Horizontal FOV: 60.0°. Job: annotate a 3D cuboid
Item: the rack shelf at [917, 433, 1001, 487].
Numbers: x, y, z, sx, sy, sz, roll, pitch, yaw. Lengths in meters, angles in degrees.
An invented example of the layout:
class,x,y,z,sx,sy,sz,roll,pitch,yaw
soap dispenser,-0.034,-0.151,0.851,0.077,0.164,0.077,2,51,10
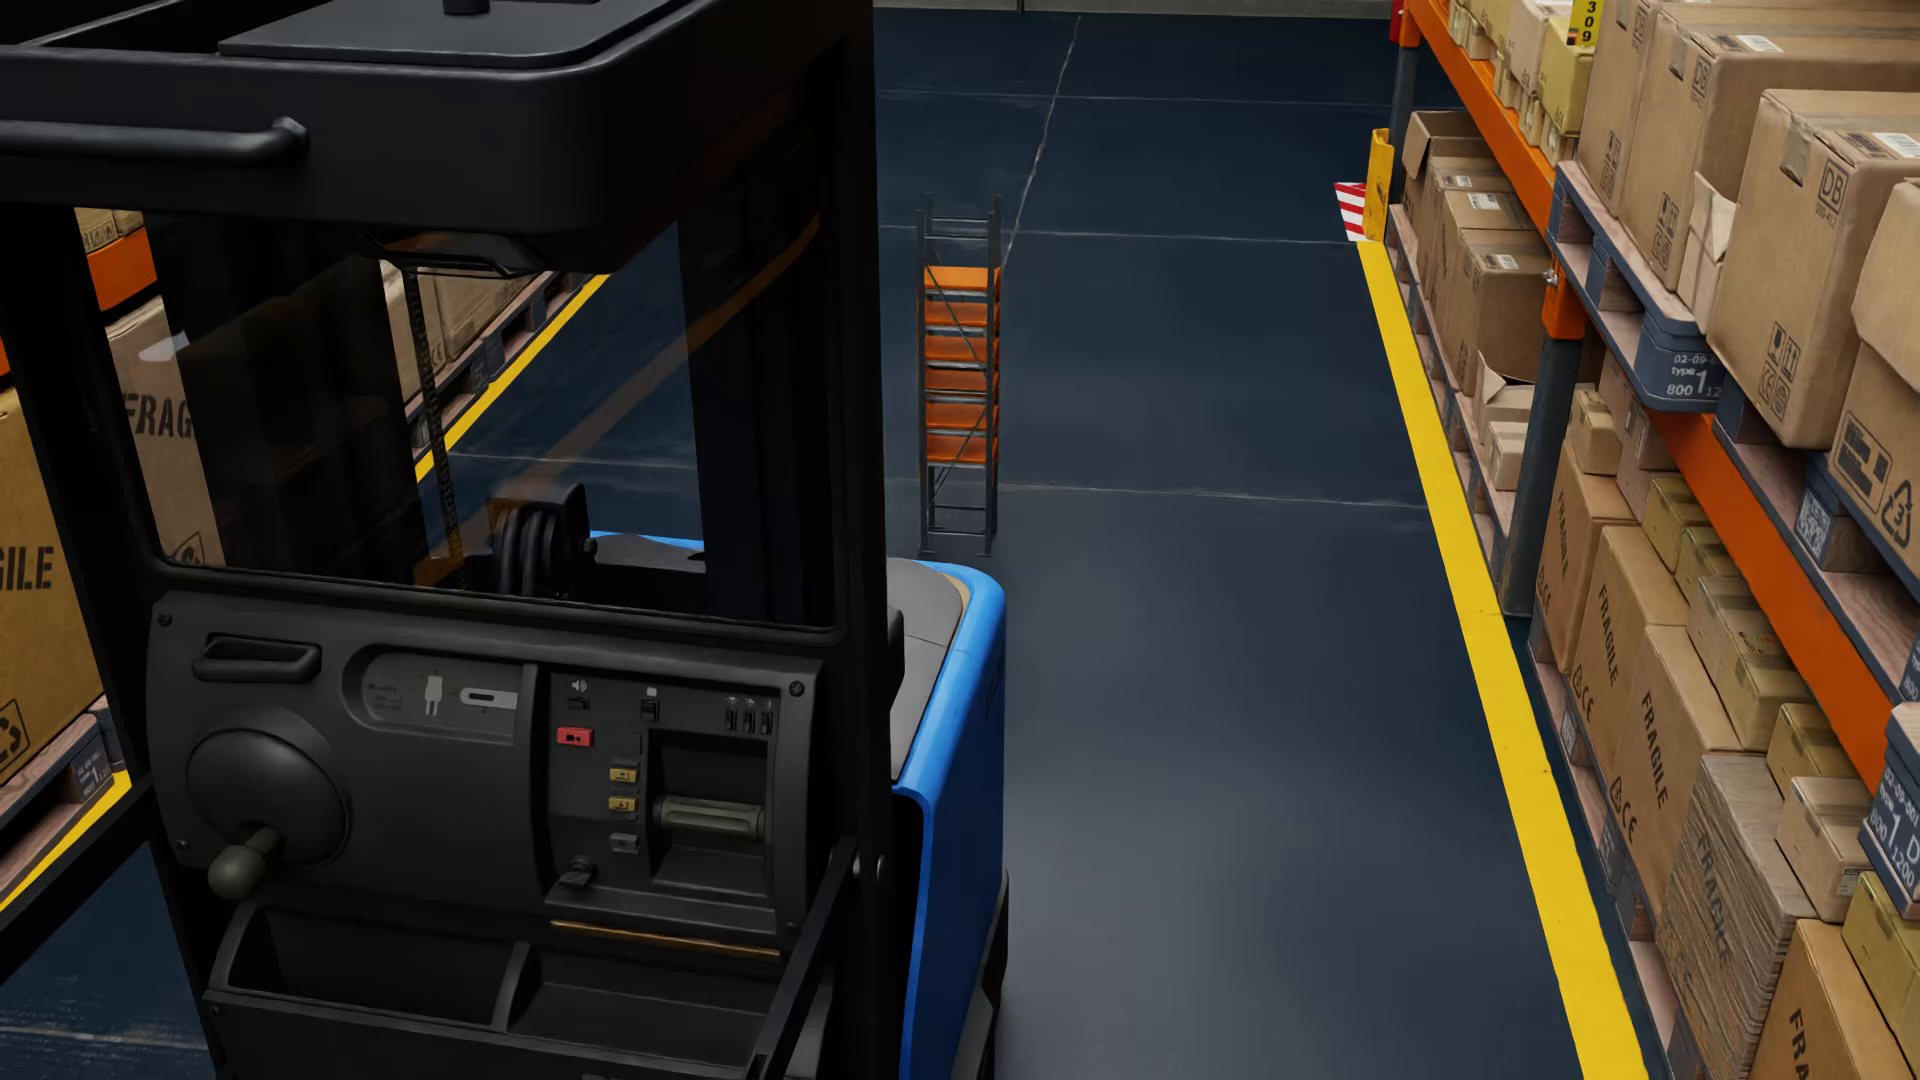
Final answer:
class,x,y,z,sx,sy,sz,roll,pitch,yaw
rack shelf,-0.002,-0.271,5.588,0.258,0.103,0.180,3,28,6

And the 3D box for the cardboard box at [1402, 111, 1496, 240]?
class,x,y,z,sx,sy,sz,roll,pitch,yaw
cardboard box,2.552,-1.759,8.041,0.797,0.503,0.637,2,28,4

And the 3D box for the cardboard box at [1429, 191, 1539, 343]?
class,x,y,z,sx,sy,sz,roll,pitch,yaw
cardboard box,2.245,-1.114,6.848,0.500,0.500,0.500,4,29,7

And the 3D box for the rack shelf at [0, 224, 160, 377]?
class,x,y,z,sx,sy,sz,roll,pitch,yaw
rack shelf,-2.941,-0.101,3.533,1.077,0.370,4.000,3,28,6

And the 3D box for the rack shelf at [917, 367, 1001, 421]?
class,x,y,z,sx,sy,sz,roll,pitch,yaw
rack shelf,-0.002,-0.482,5.474,0.258,0.103,0.180,3,28,6

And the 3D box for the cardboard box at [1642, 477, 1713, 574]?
class,x,y,z,sx,sy,sz,roll,pitch,yaw
cardboard box,1.946,-0.033,4.157,0.380,0.149,0.250,2,28,4

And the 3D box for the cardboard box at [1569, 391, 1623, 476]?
class,x,y,z,sx,sy,sz,roll,pitch,yaw
cardboard box,1.923,-0.289,4.633,0.380,0.149,0.250,5,29,9

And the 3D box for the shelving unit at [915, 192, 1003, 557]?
class,x,y,z,sx,sy,sz,roll,pitch,yaw
shelving unit,-0.002,-0.521,5.453,0.258,1.200,0.189,3,28,6

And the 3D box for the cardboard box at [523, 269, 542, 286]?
class,x,y,z,sx,sy,sz,roll,pitch,yaw
cardboard box,-2.291,-1.551,7.725,0.875,0.438,0.875,4,29,8

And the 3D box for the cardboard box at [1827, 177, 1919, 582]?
class,x,y,z,sx,sy,sz,roll,pitch,yaw
cardboard box,1.758,-0.199,2.405,0.797,0.503,0.637,3,28,5

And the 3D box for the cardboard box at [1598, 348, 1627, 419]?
class,x,y,z,sx,sy,sz,roll,pitch,yaw
cardboard box,1.983,-0.416,4.555,0.380,0.149,0.250,3,28,5

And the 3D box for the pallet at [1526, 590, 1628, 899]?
class,x,y,z,sx,sy,sz,roll,pitch,yaw
pallet,2.169,0.540,4.524,1.003,0.211,1.213,3,28,6

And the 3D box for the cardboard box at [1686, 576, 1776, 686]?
class,x,y,z,sx,sy,sz,roll,pitch,yaw
cardboard box,1.858,0.213,3.701,0.380,0.149,0.250,3,28,6

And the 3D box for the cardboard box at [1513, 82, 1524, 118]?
class,x,y,z,sx,sy,sz,roll,pitch,yaw
cardboard box,2.097,-1.496,5.629,0.380,0.149,0.250,4,29,8

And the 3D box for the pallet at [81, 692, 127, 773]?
class,x,y,z,sx,sy,sz,roll,pitch,yaw
pallet,-2.715,0.236,5.089,1.003,0.211,1.213,3,28,6

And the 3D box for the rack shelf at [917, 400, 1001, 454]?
class,x,y,z,sx,sy,sz,roll,pitch,yaw
rack shelf,-0.002,-0.377,5.531,0.258,0.103,0.180,3,28,6

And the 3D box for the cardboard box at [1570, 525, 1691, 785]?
class,x,y,z,sx,sy,sz,roll,pitch,yaw
cardboard box,1.893,0.309,4.206,0.500,0.500,0.500,3,28,6

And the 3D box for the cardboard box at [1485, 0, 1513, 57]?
class,x,y,z,sx,sy,sz,roll,pitch,yaw
cardboard box,2.172,-1.862,5.888,0.500,0.250,0.500,3,28,6

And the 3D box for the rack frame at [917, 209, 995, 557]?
class,x,y,z,sx,sy,sz,roll,pitch,yaw
rack frame,-0.013,-0.478,5.373,0.240,1.200,0.006,3,28,6

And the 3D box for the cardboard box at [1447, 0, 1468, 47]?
class,x,y,z,sx,sy,sz,roll,pitch,yaw
cardboard box,2.202,-2.102,6.754,0.380,0.149,0.250,3,28,5

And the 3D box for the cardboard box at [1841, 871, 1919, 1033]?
class,x,y,z,sx,sy,sz,roll,pitch,yaw
cardboard box,1.736,0.703,2.792,0.380,0.149,0.250,3,28,5

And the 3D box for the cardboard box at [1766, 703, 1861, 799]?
class,x,y,z,sx,sy,sz,roll,pitch,yaw
cardboard box,1.821,0.458,3.246,0.380,0.149,0.250,3,29,6

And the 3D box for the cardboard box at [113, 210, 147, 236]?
class,x,y,z,sx,sy,sz,roll,pitch,yaw
cardboard box,-2.500,-1.067,4.726,0.500,0.250,0.500,3,28,5

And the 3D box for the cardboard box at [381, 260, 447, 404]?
class,x,y,z,sx,sy,sz,roll,pitch,yaw
cardboard box,-2.512,-0.705,6.155,0.875,0.438,0.875,3,28,5

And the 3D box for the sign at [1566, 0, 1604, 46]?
class,x,y,z,sx,sy,sz,roll,pitch,yaw
sign,1.692,-1.481,4.424,0.100,0.325,0.005,3,28,6

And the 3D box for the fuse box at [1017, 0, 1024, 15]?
class,x,y,z,sx,sy,sz,roll,pitch,yaw
fuse box,0.529,-5.140,13.486,0.539,1.711,0.414,3,28,6

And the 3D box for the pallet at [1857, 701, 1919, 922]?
class,x,y,z,sx,sy,sz,roll,pitch,yaw
pallet,1.755,0.572,1.728,1.213,0.211,1.003,3,28,6

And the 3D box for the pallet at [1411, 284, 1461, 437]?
class,x,y,z,sx,sy,sz,roll,pitch,yaw
pallet,2.463,-0.744,6.908,1.003,0.211,1.213,3,28,6

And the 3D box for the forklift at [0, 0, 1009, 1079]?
class,x,y,z,sx,sy,sz,roll,pitch,yaw
forklift,-0.681,0.350,2.010,1.130,2.935,3.031,5,29,10

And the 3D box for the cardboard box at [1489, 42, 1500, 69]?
class,x,y,z,sx,sy,sz,roll,pitch,yaw
cardboard box,2.226,-1.852,6.290,0.380,0.149,0.250,3,28,6

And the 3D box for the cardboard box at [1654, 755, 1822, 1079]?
class,x,y,z,sx,sy,sz,roll,pitch,yaw
cardboard box,1.758,0.788,3.318,0.500,0.500,0.500,2,28,4

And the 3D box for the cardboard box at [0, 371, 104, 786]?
class,x,y,z,sx,sy,sz,roll,pitch,yaw
cardboard box,-2.795,0.114,4.174,0.875,0.875,0.875,4,29,8

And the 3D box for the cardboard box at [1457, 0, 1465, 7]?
class,x,y,z,sx,sy,sz,roll,pitch,yaw
cardboard box,2.278,-2.346,6.787,0.500,0.250,0.500,3,28,5

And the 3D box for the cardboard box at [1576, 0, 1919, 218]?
class,x,y,z,sx,sy,sz,roll,pitch,yaw
cardboard box,1.950,-1.087,4.056,0.700,0.500,0.500,4,29,7

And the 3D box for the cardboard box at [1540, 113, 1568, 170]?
class,x,y,z,sx,sy,sz,roll,pitch,yaw
cardboard box,2.030,-1.250,5.173,0.380,0.149,0.250,4,29,8

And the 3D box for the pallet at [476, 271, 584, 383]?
class,x,y,z,sx,sy,sz,roll,pitch,yaw
pallet,-2.378,-1.061,7.496,1.003,0.211,1.213,3,28,6

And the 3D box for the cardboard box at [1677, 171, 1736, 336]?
class,x,y,z,sx,sy,sz,roll,pitch,yaw
cardboard box,1.680,-0.566,3.338,0.396,0.266,0.258,5,29,9

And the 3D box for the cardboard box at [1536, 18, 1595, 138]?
class,x,y,z,sx,sy,sz,roll,pitch,yaw
cardboard box,2.052,-1.391,5.014,0.500,0.250,0.500,4,29,7

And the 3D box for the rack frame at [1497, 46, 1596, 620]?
class,x,y,z,sx,sy,sz,roll,pitch,yaw
rack frame,2.231,-1.072,4.578,1.000,3.000,0.127,3,28,6

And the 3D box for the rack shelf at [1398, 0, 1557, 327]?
class,x,y,z,sx,sy,sz,roll,pitch,yaw
rack shelf,2.476,-1.697,6.496,1.077,0.370,4.000,3,28,6

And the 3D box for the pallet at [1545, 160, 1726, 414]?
class,x,y,z,sx,sy,sz,roll,pitch,yaw
pallet,2.025,-0.618,3.937,1.003,0.211,1.213,3,28,6

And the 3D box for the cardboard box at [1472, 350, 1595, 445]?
class,x,y,z,sx,sy,sz,roll,pitch,yaw
cardboard box,2.052,-0.501,5.957,0.396,0.266,0.258,4,29,8
